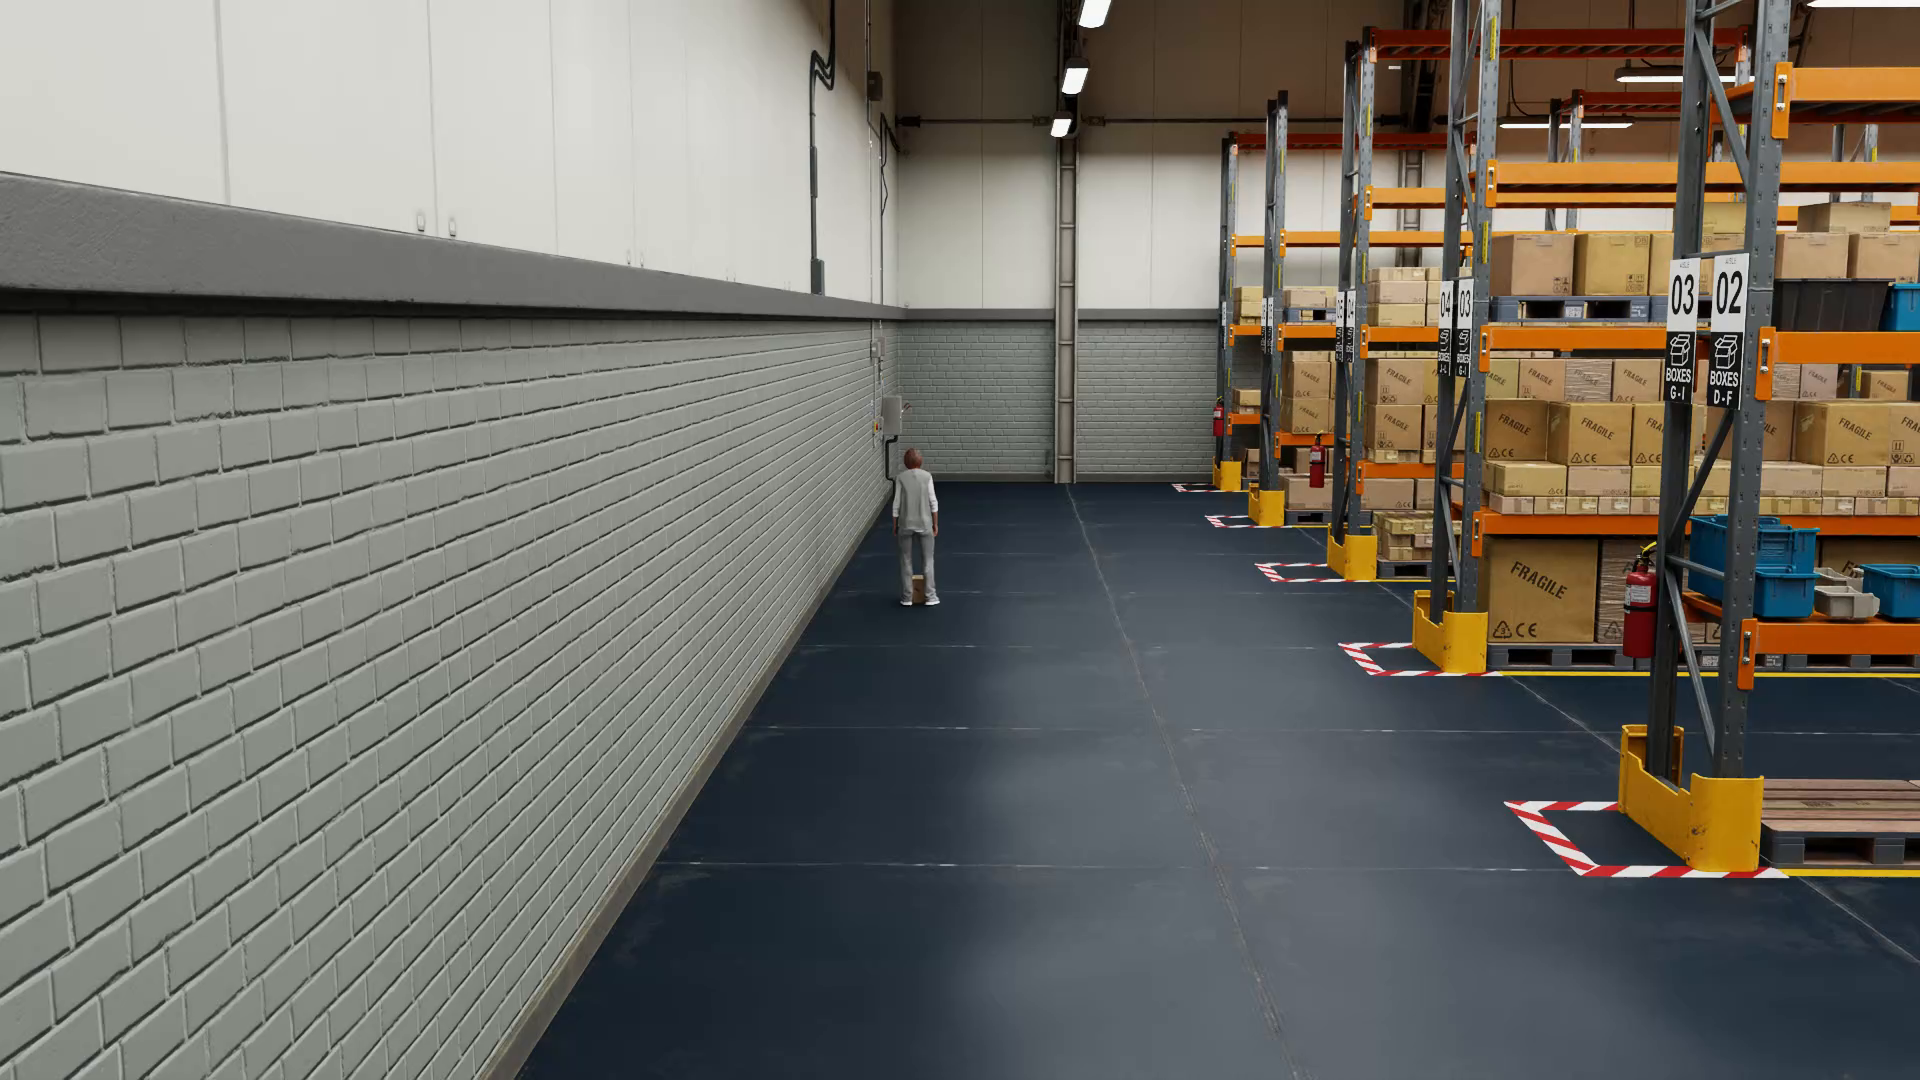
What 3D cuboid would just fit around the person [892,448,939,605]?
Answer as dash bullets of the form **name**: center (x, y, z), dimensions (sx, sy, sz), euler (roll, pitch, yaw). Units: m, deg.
- **person**: center (-0.447, -0.128, 16.814), dimensions (0.478, 1.591, 0.345), euler (0, 7, -2)
